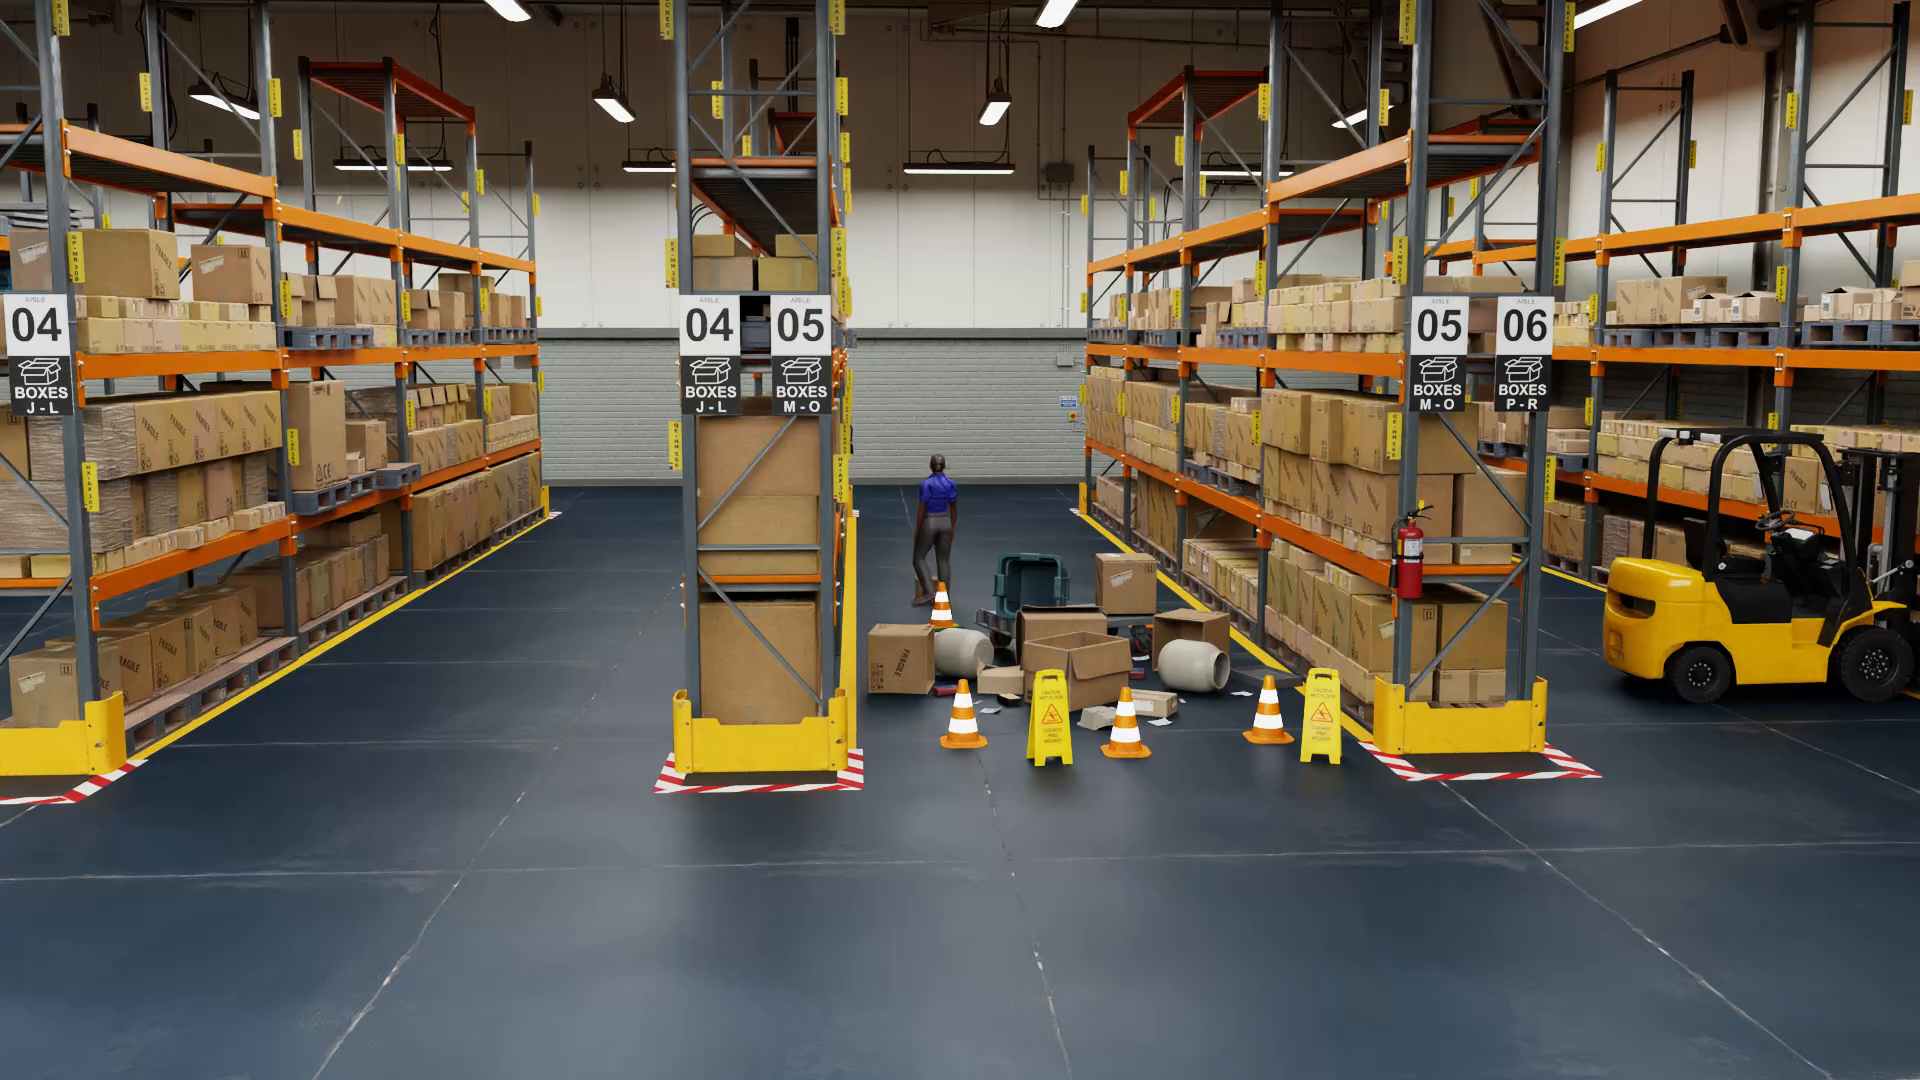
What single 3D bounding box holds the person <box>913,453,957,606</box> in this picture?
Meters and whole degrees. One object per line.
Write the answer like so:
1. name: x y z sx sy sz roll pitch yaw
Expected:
1. person: -0.277 -0.112 18.034 0.523 1.659 0.364 -4 8 -27
